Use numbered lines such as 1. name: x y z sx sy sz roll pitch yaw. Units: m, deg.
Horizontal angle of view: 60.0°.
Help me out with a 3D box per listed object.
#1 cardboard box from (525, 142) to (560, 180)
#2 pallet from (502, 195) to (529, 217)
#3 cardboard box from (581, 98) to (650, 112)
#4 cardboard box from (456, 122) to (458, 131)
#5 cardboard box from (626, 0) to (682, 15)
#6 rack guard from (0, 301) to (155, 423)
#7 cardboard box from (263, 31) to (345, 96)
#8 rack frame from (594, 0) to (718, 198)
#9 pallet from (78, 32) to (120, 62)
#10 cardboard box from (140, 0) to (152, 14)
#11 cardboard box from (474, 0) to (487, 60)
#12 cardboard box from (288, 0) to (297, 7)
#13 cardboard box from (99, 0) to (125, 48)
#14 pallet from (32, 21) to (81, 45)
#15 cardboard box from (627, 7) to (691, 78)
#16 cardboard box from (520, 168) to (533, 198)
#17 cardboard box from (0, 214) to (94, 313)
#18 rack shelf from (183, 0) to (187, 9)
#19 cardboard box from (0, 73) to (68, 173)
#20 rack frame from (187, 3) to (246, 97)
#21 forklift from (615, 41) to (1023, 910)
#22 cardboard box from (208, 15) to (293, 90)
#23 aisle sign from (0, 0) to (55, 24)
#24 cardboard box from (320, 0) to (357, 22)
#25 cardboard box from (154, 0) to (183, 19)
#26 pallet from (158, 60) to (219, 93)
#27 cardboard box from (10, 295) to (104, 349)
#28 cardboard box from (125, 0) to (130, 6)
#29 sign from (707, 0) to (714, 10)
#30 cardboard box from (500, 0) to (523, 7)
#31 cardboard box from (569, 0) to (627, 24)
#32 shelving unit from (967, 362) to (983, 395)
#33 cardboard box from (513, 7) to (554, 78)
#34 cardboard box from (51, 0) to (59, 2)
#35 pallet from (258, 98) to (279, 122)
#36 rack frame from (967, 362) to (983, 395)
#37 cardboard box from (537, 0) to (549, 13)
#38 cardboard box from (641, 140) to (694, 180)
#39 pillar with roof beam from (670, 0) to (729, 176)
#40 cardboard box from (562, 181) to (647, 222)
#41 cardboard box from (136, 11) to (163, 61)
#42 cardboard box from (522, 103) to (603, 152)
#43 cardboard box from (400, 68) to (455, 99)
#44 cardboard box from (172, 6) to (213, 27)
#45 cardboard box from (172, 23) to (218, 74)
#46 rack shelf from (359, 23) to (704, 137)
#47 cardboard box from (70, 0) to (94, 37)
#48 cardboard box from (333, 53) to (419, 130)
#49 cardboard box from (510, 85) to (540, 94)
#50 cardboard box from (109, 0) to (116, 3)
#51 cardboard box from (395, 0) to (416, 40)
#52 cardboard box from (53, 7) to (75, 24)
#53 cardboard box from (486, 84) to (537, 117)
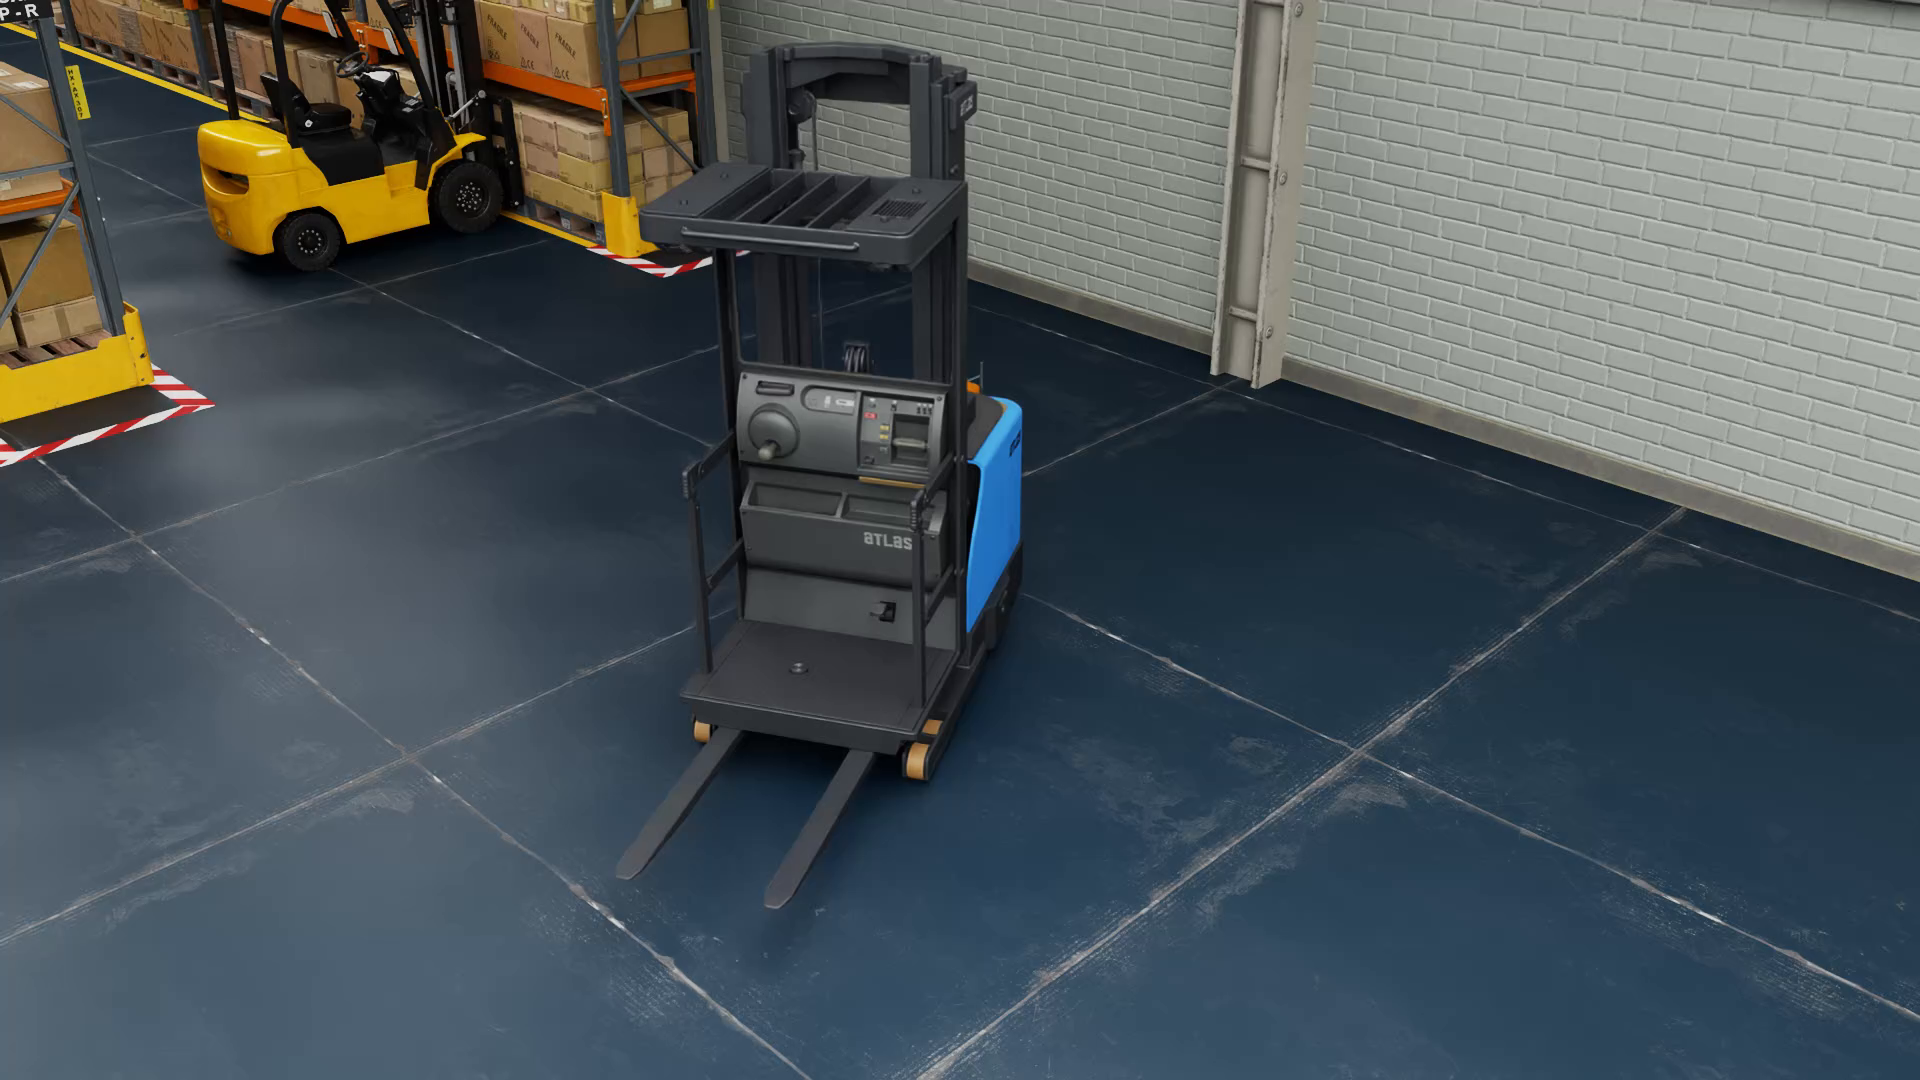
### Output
1. cardboard box: -3.366 -3.303 14.275 0.500 0.250 0.500 24 36 38
2. pallet: -3.890 -3.290 15.281 1.213 0.211 1.003 25 36 38
3. cardboard box: -3.019 -3.684 14.462 0.500 0.250 0.500 25 36 38
4. cardboard box: -4.463 -3.794 15.209 0.500 0.250 0.500 24 36 38
5. cardboard box: -2.510 -4.419 13.627 0.250 0.149 0.380 23 36 37
6. rack guard: -5.981 -1.161 10.921 0.348 0.500 1.175 25 36 38
7. cardboard box: -6.768 -4.998 17.632 0.625 0.625 0.875 23 35 36
8. rack frame: -2.450 -3.891 13.427 0.127 3.000 1.000 25 36 38
9. pallet: -10.400 -6.319 21.041 1.213 0.211 1.003 25 36 38
10. cardboard box: -9.392 -6.307 19.559 0.250 0.149 0.380 24 36 38
11. cardboard box: -4.080 -4.509 14.494 0.500 0.500 0.500 25 37 39
12. cardboard box: -6.540 -5.542 16.727 0.500 0.250 0.500 25 37 39
13. cardboard box: -10.080 -6.319 20.278 0.500 0.500 0.500 23 36 37
14. pallet: -11.496 -6.797 21.949 1.213 0.211 1.003 25 36 38
15. cardboard box: -2.608 -4.189 13.886 0.500 0.500 0.500 -24 36 -38
16. cardboard box: -3.705 -3.240 14.692 0.500 0.250 0.500 -25 37 -39
17. cardboard box: -6.326 -1.906 11.349 0.500 0.500 0.500 23 36 37
18. rack shelf: -9.581 -6.835 19.800 4.000 0.370 1.077 25 36 38
19. cardboard box: -6.071 -2.665 10.668 0.500 0.500 0.500 24 36 38
20. rack frame: -8.154 -6.501 18.391 0.127 3.000 1.000 25 36 38
21. forklift: -0.574 -0.452 6.959 1.130 2.935 3.031 8 29 14
22. cardboard box: -7.719 -5.428 18.450 0.875 0.625 0.625 -24 36 -38
23. aisle sign: -5.666 -3.476 9.844 0.004 0.787 0.394 25 36 38
24. cardboard box: -5.845 -5.207 16.091 0.500 0.250 0.500 -24 36 -38
25. cardboard box: -9.057 -6.124 19.212 0.250 0.149 0.380 23 36 37
26. pallet: -8.660 -5.523 19.527 1.213 0.211 1.003 25 36 38
27. cardboard box: -6.309 -1.566 11.509 0.500 0.250 0.500 24 36 38
28. cardboard box: -9.750 -6.484 19.896 0.250 0.149 0.380 25 37 39
29. sign: -2.056 -4.491 13.553 0.005 0.325 0.100 25 36 38
30. cardboard box: -3.631 -4.577 13.927 0.250 0.149 0.380 23 36 37
31. cardboard box: -2.894 -4.242 13.291 0.380 0.149 0.250 -25 36 -38
32. shelving unit: -0.038 -0.482 9.039 0.252 1.050 0.215 25 36 38
33. cardboard box: -3.348 -4.181 13.871 0.500 0.500 0.500 -24 36 -38
34. cardboard box: -12.167 -7.330 22.201 0.500 0.500 0.700 23 35 37
35. pallet: -6.729 -4.588 17.748 1.213 0.211 1.003 25 36 38
36. rack frame: 0.049 -0.442 8.963 0.008 1.050 0.200 25 36 38
37. cardboard box: -3.239 -4.421 13.630 0.380 0.149 0.250 -24 36 -38
38. cardboard box: -2.640 -3.303 14.275 0.500 0.250 0.500 -25 36 -38
39. pillar with roof beam: -5.333 -5.644 10.314 0.400 9.000 9.100 25 36 38
40. cardboard box: -3.006 -2.908 14.061 0.500 0.250 0.500 25 37 39
41. cardboard box: -9.331 -5.984 19.642 0.500 0.500 0.500 -23 36 -37
42. cardboard box: -3.365 -3.514 14.138 0.500 0.250 0.500 -25 36 -38
43. cardboard box: -4.820 -4.175 15.397 0.500 0.250 0.500 25 36 38
44. cardboard box: -8.684 -5.945 18.871 0.250 0.149 0.380 23 35 36
45. cardboard box: -8.607 -5.647 19.002 0.500 0.500 0.500 -24 36 -38
46. rack shelf: -3.876 -4.225 14.835 4.000 0.370 1.077 25 36 38
47. cardboard box: -10.820 -6.653 20.915 0.500 0.500 0.500 -23 36 -37
48. cardboard box: -5.682 -4.497 16.681 0.875 0.625 0.625 -23 36 -37
49. cardboard box: -3.728 -4.020 15.101 0.500 0.250 0.500 24 36 37
50. cardboard box: -10.138 -6.644 20.200 0.250 0.149 0.380 24 36 38
51. cardboard box: -4.786 -4.845 15.133 0.500 0.500 0.500 -25 36 -38
52. cardboard box: -11.610 -6.815 21.599 0.250 0.149 0.380 23 36 37
53. cardboard box: -4.088 -3.843 14.764 0.500 0.250 0.500 24 36 37
